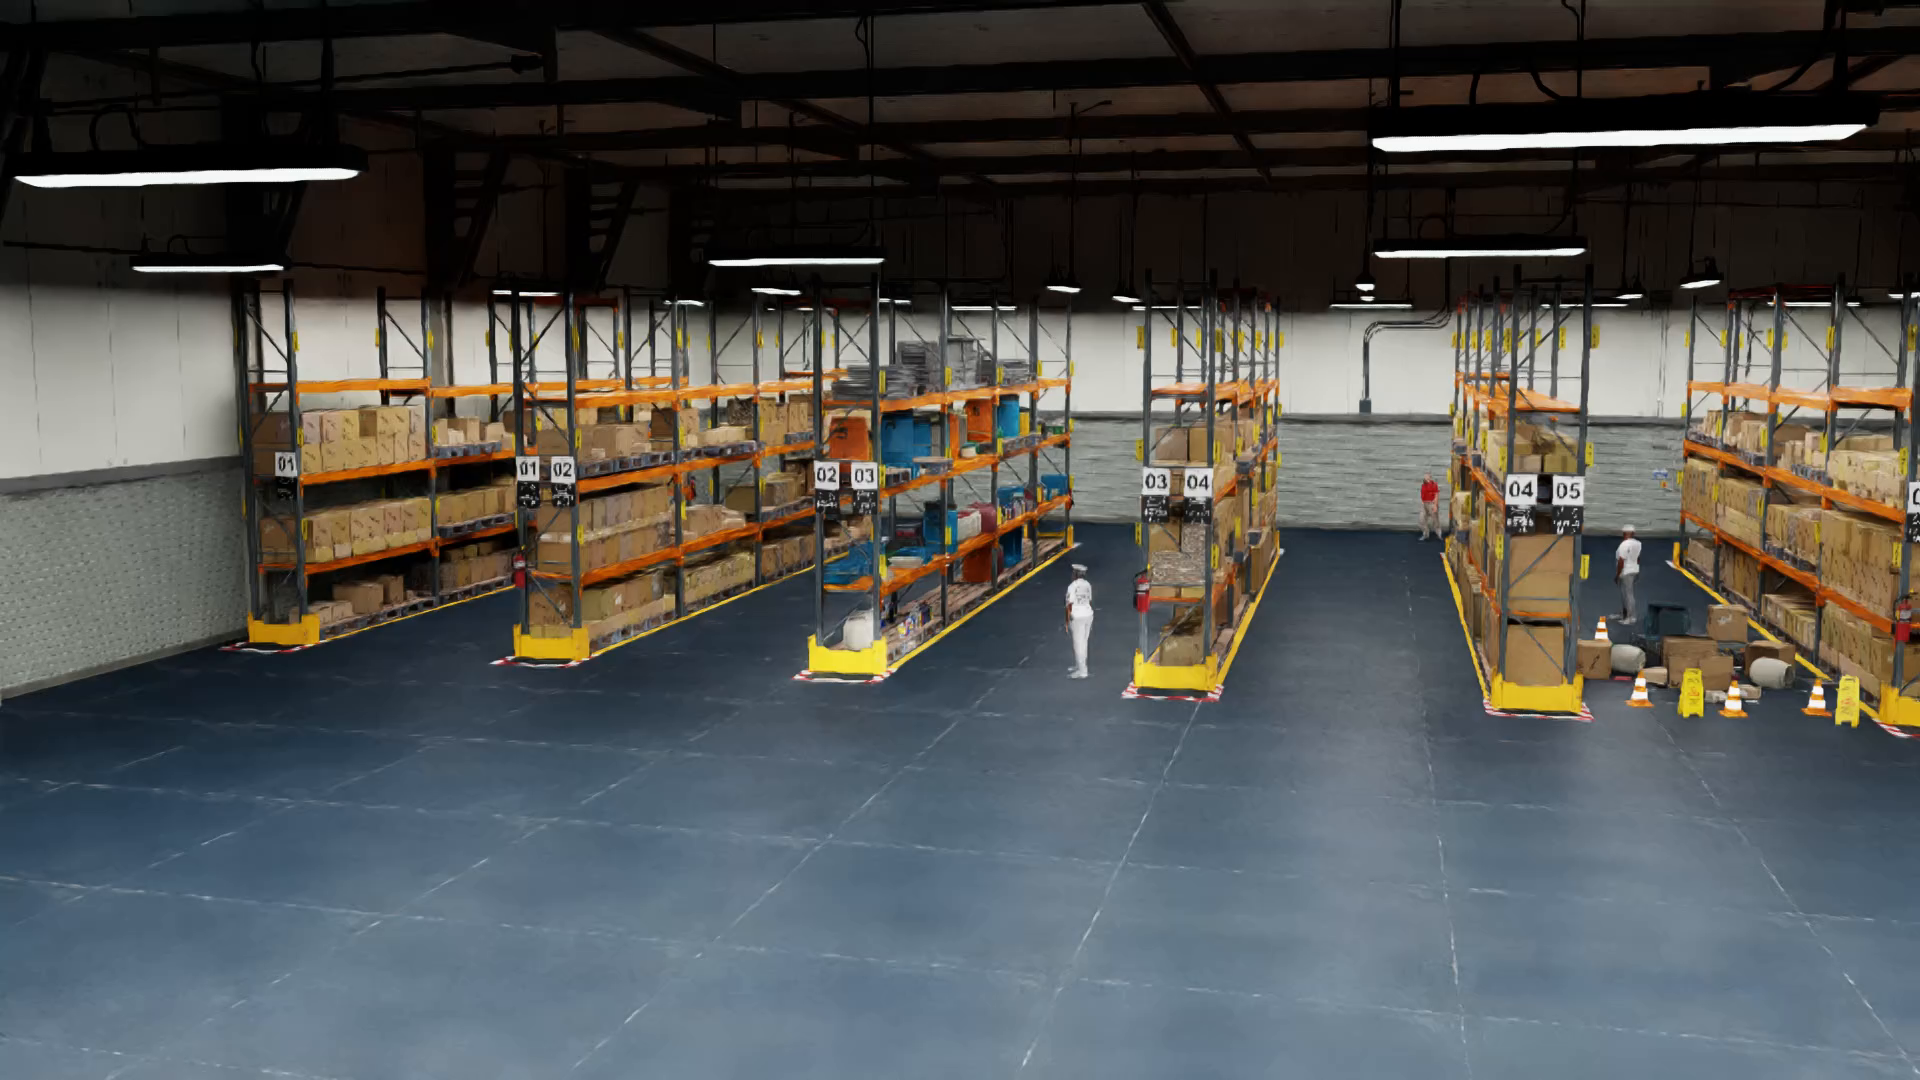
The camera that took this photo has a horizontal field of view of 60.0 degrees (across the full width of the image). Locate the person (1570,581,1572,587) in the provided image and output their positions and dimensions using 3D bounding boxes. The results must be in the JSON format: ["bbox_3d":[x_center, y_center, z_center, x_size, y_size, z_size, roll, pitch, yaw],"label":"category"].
[{"bbox_3d":[12.342,0.058,33.906,0.476,1.758,0.593,-2,7,-17],"label":"person"}]

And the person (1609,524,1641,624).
[{"bbox_3d":[11.800,0.582,29.489,0.573,1.764,0.669,7,9,44],"label":"person"}]

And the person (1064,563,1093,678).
[{"bbox_3d":[1.762,1.189,24.856,0.535,1.667,0.575,7,10,44],"label":"person"}]

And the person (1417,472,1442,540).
[{"bbox_3d":[11.865,-0.864,41.903,0.605,1.710,0.579,-4,8,-29],"label":"person"}]
